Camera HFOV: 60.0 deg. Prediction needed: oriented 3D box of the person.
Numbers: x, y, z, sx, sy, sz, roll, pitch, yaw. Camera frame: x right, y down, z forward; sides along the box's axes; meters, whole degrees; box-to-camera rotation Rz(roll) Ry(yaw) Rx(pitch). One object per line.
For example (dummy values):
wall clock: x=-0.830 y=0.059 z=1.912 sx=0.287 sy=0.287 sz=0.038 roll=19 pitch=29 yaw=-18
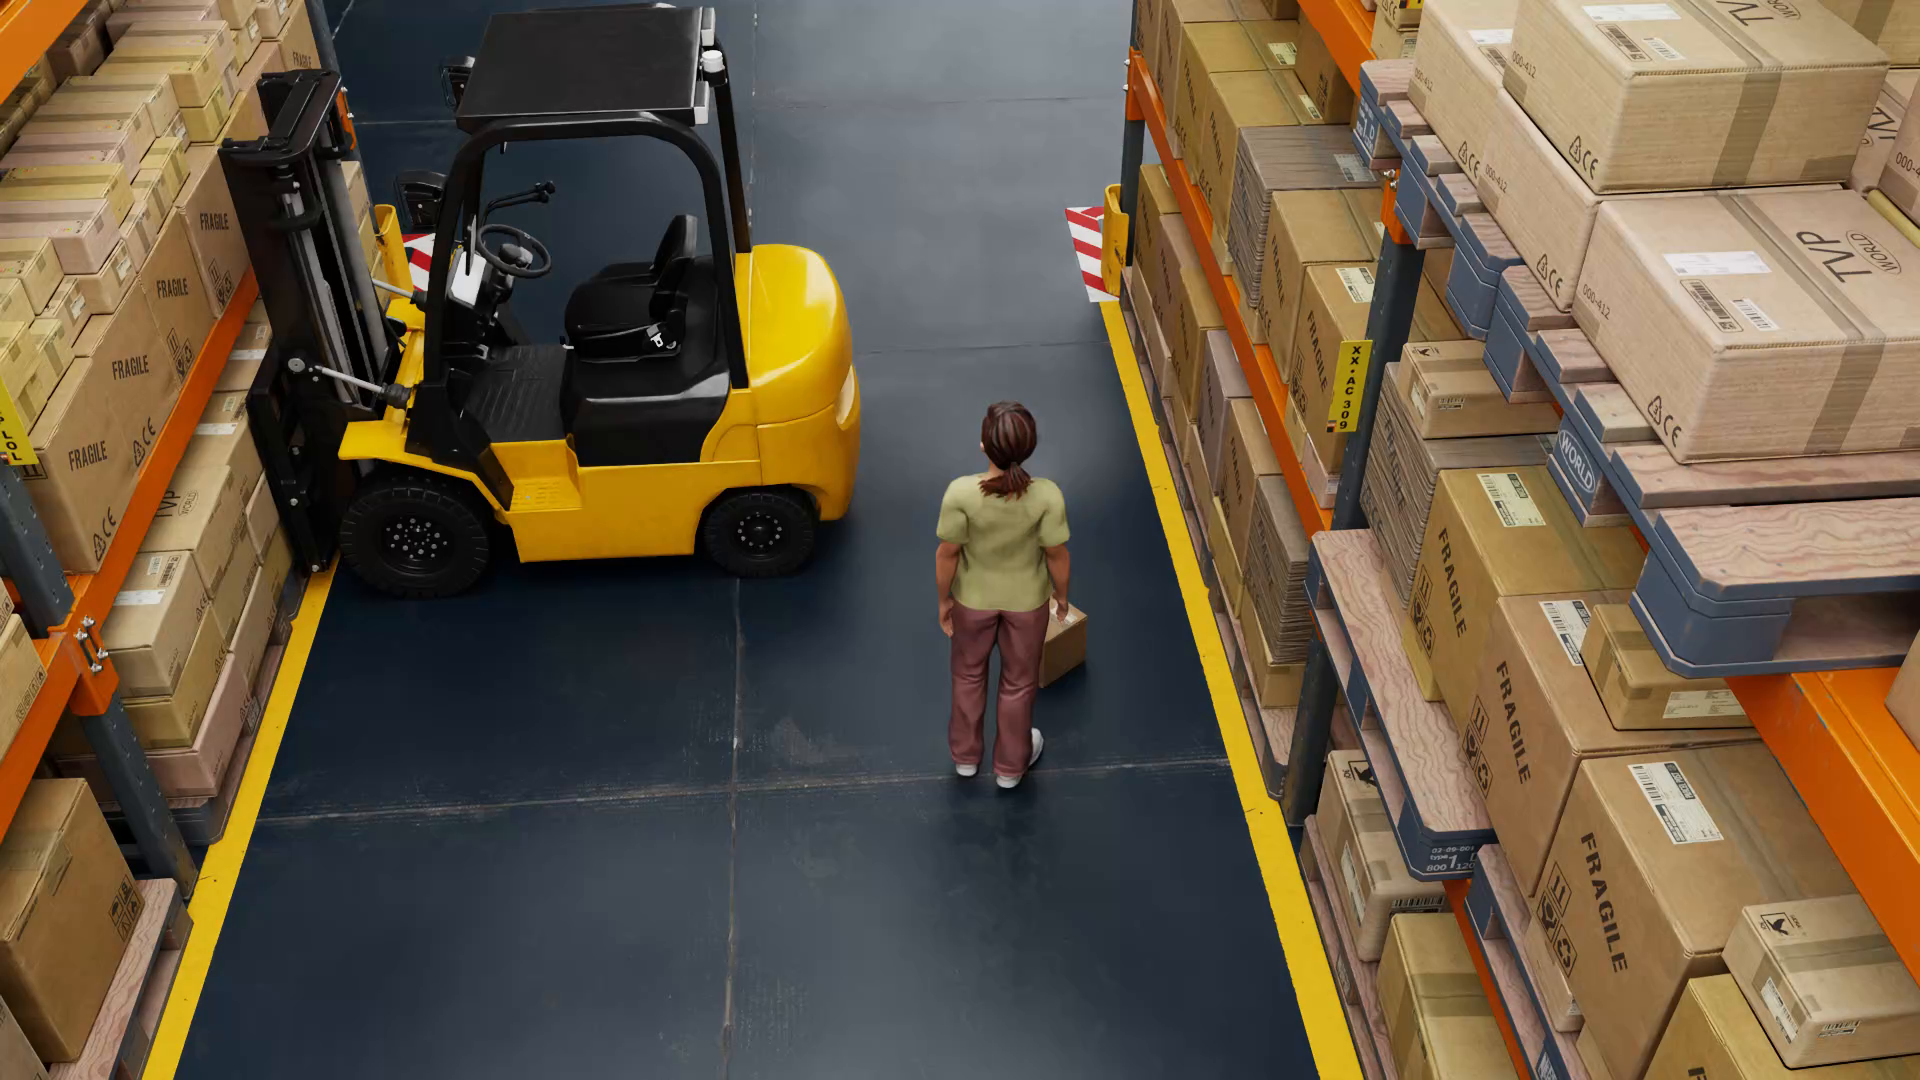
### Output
person: x=0.152 y=0.198 z=5.885 sx=0.469 sy=1.675 sz=0.402 roll=2 pitch=39 yaw=2
